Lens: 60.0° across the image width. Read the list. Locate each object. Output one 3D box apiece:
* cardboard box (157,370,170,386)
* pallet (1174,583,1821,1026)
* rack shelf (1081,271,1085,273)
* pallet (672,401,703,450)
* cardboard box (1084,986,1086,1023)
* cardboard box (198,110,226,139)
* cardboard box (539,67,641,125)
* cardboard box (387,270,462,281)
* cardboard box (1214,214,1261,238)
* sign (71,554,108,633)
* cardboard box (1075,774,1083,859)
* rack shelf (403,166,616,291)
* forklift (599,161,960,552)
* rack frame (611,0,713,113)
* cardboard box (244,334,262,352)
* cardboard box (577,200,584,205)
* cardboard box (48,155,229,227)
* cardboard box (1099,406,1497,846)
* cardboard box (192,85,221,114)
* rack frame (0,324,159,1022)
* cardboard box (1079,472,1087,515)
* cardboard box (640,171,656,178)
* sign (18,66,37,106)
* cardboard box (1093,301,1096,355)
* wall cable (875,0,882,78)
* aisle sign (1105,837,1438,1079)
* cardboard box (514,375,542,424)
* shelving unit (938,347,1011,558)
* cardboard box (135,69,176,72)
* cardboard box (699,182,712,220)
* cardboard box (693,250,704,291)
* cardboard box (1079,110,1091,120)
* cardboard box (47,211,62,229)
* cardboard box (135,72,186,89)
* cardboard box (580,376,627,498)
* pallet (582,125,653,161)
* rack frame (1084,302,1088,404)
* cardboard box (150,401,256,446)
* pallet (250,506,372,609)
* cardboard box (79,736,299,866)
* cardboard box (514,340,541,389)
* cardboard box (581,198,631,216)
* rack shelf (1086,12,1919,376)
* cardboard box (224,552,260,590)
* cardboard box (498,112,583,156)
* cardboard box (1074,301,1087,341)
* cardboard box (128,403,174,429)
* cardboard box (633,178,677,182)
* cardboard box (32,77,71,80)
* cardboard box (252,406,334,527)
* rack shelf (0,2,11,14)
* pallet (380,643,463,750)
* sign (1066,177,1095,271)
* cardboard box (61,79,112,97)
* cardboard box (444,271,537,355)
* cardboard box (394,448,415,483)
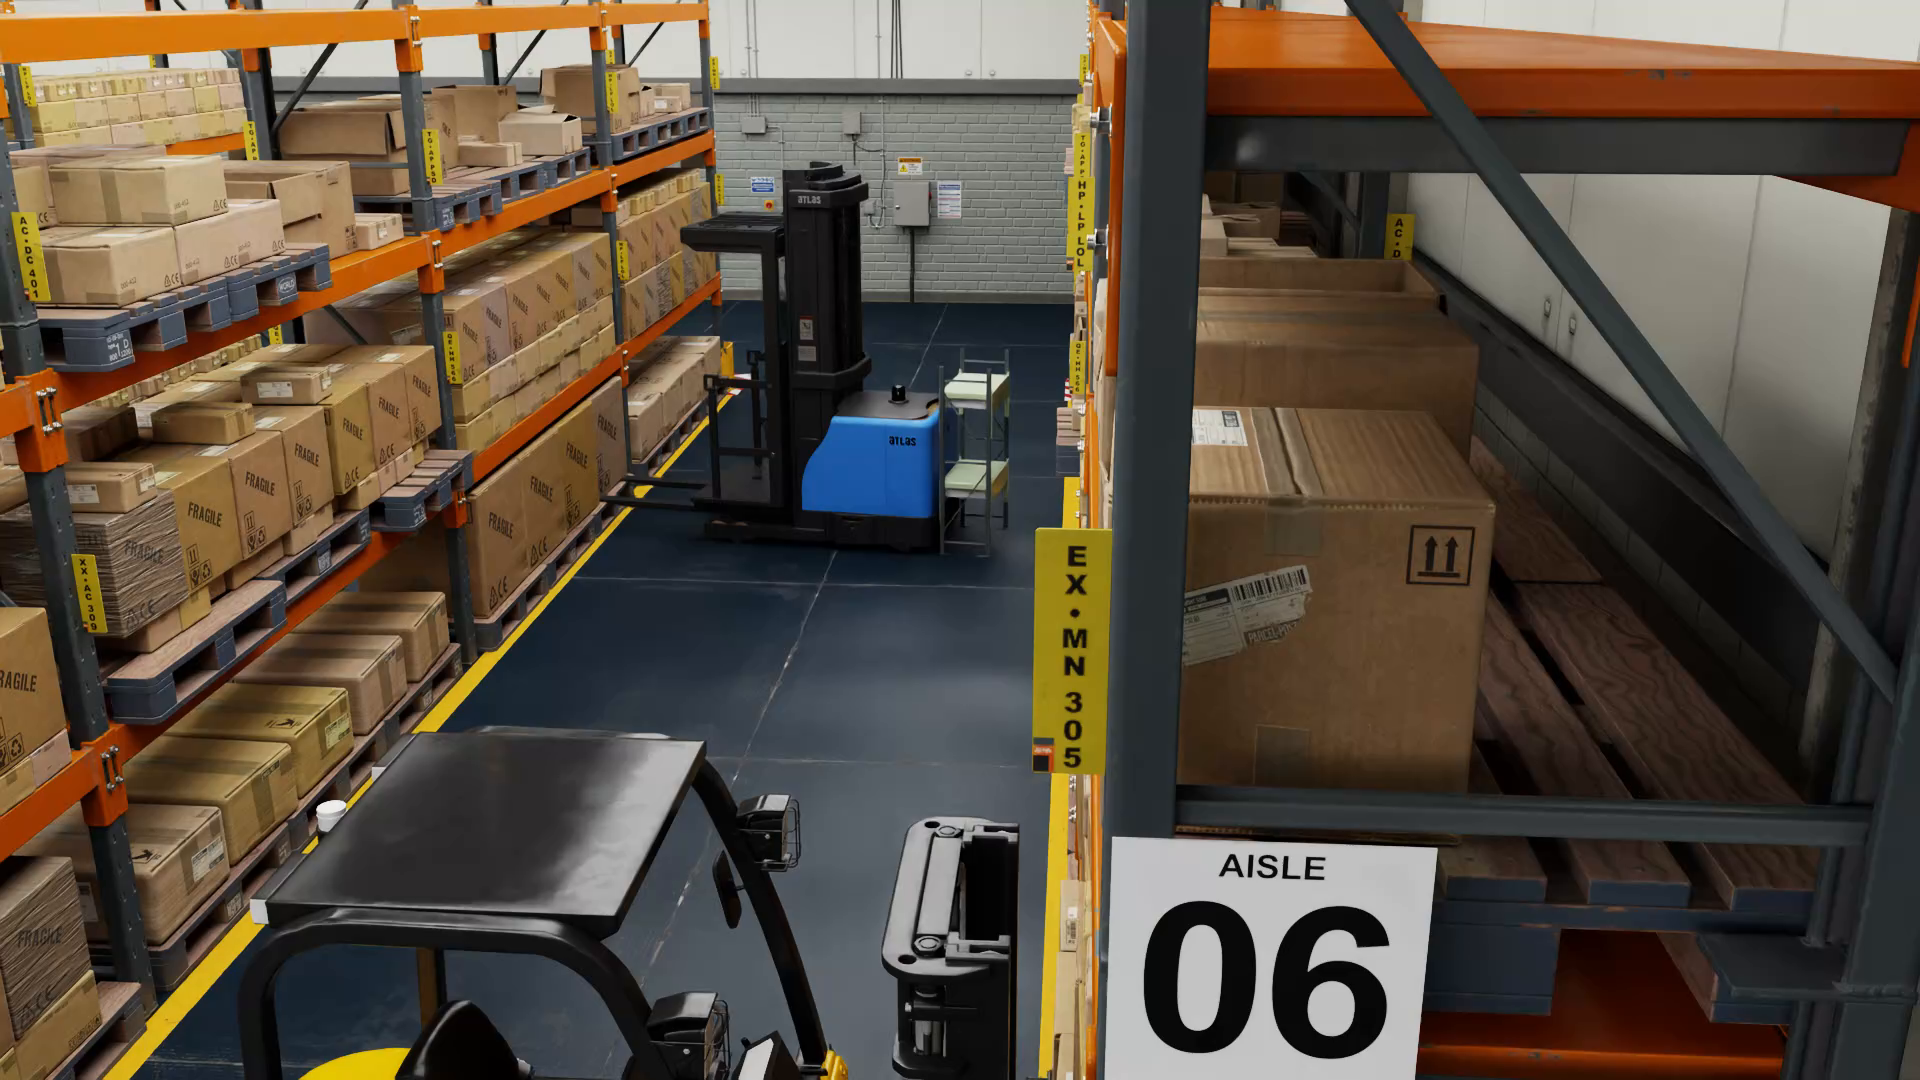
[{"bbox_3d":[-8.042,-1.588,16.401,0.380,0.149,0.250,1,18,2],"label":"cardboard box"},{"bbox_3d":[0.758,0.364,2.820,1.003,0.211,1.213,1,18,4],"label":"pallet"},{"bbox_3d":[1.398,-2.223,11.728,1.077,0.370,4.000,1,18,4],"label":"rack shelf"},{"bbox_3d":[-3.192,-1.159,16.622,1.003,0.211,1.213,1,18,4],"label":"pallet"},{"bbox_3d":[0.495,1.098,4.053,0.380,0.149,0.250,1,18,4],"label":"cardboard box"},{"bbox_3d":[-7.865,-4.240,16.969,0.500,0.250,0.500,1,18,4],"label":"cardboard box"},{"bbox_3d":[-3.345,-4.011,15.030,0.797,0.503,0.637,3,18,8],"label":"cardboard box"},{"bbox_3d":[-3.849,-1.631,11.816,0.500,0.500,0.500,1,18,4],"label":"cardboard box"},{"bbox_3d":[1.179,-1.417,7.652,0.380,0.166,0.250,1,18,4],"label":"cardboard box"},{"bbox_3d":[-3.441,0.213,6.566,0.100,0.325,0.005,1,18,4],"label":"sign"},{"bbox_3d":[0.676,0.809,5.978,0.500,0.500,0.500,1,18,2],"label":"cardboard box"},{"bbox_3d":[-3.553,-2.333,12.062,1.077,0.370,4.000,1,18,4],"label":"rack shelf"},{"bbox_3d":[-1.576,-1.524,13.366,3.031,2.935,1.130,4,19,12],"label":"forklift"},{"bbox_3d":[-3.123,-5.963,17.170,1.000,3.000,0.127,1,18,4],"label":"rack frame"},{"bbox_3d":[-7.852,-2.149,18.113,0.380,0.149,0.250,1,18,5],"label":"cardboard box"},{"bbox_3d":[-3.550,-2.961,14.833,0.380,0.149,0.250,1,18,4],"label":"cardboard box"},{"bbox_3d":[-3.515,-1.504,7.143,0.500,0.250,0.500,1,18,3],"label":"cardboard box"},{"bbox_3d":[0.470,0.103,2.477,0.500,0.500,0.500,2,18,6],"label":"cardboard box"},{"bbox_3d":[-7.882,-4.476,16.886,0.500,0.250,0.500,1,18,2],"label":"cardboard box"},{"bbox_3d":[-3.983,0.614,6.731,1.000,3.000,0.127,1,18,4],"label":"rack frame"},{"bbox_3d":[0.775,-0.224,8.088,0.380,0.149,0.250,1,18,2],"label":"cardboard box"},{"bbox_3d":[-3.372,-3.756,17.261,0.380,0.149,0.250,2,18,5],"label":"cardboard box"},{"bbox_3d":[-7.800,-3.796,13.911,0.100,0.325,0.005,1,18,4],"label":"sign"},{"bbox_3d":[0.633,-0.696,5.482,0.380,0.149,0.250,2,18,5],"label":"cardboard box"},{"bbox_3d":[-2.246,-7.719,22.527,2.355,3.000,0.029,1,18,4],"label":"wall cable"},{"bbox_3d":[0.384,0.745,2.157,0.394,0.787,0.004,1,18,4],"label":"aisle sign"},{"bbox_3d":[-3.347,-1.026,11.977,0.500,0.250,0.500,2,18,6],"label":"cardboard box"},{"bbox_3d":[0.119,-0.701,13.155,0.431,1.500,0.755,4,19,12],"label":"shelving unit"},{"bbox_3d":[-8.354,-4.799,17.231,0.380,0.149,0.250,2,18,6],"label":"cardboard box"},{"bbox_3d":[-2.920,-3.480,17.460,0.500,0.500,0.500,2,18,6],"label":"cardboard box"},{"bbox_3d":[-2.944,-2.849,17.139,0.500,0.500,0.500,1,18,3],"label":"cardboard box"},{"bbox_3d":[1.082,-3.129,12.429,0.380,0.149,0.250,1,18,3],"label":"cardboard box"},{"bbox_3d":[-4.044,-1.281,7.264,0.500,0.250,0.500,2,18,5],"label":"cardboard box"},{"bbox_3d":[-7.920,-4.547,16.463,0.380,0.149,0.250,1,18,3],"label":"cardboard box"},{"bbox_3d":[-3.374,-0.866,13.986,0.875,0.875,0.875,2,18,6],"label":"cardboard box"},{"bbox_3d":[-3.340,-3.507,14.635,1.003,0.211,1.213,1,18,4],"label":"pallet"},{"bbox_3d":[1.255,-0.518,10.187,1.000,3.000,0.127,1,18,4],"label":"rack frame"},{"bbox_3d":[-3.621,-0.560,7.961,0.380,0.149,0.250,2,18,7],"label":"cardboard box"},{"bbox_3d":[-3.797,0.079,8.673,1.003,0.211,1.213,1,18,4],"label":"pallet"},{"bbox_3d":[-3.900,1.277,8.253,0.950,0.372,0.625,2,18,7],"label":"cardboard box"},{"bbox_3d":[-3.327,-1.261,11.892,0.500,0.250,0.500,1,18,4],"label":"cardboard box"},{"bbox_3d":[-3.149,-2.954,14.812,0.380,0.149,0.250,1,18,3],"label":"cardboard box"},{"bbox_3d":[0.825,-0.974,3.740,1.077,0.370,4.000,1,18,4],"label":"rack shelf"},{"bbox_3d":[-3.597,0.124,7.957,0.380,0.149,0.250,2,18,5],"label":"cardboard box"},{"bbox_3d":[-3.263,-3.174,12.945,0.500,0.311,0.500,1,18,4],"label":"cardboard box"},{"bbox_3d":[1.191,-1.458,12.220,0.700,0.500,0.500,1,18,4],"label":"cardboard box"},{"bbox_3d":[-4.064,-0.399,8.512,0.500,0.500,0.500,1,18,2],"label":"cardboard box"},{"bbox_3d":[-3.026,-3.509,16.507,0.380,0.149,0.250,1,18,3],"label":"cardboard box"},{"bbox_3d":[-8.537,-4.236,15.514,0.380,0.149,0.250,1,18,4],"label":"cardboard box"},{"bbox_3d":[-3.553,-0.382,8.458,0.500,0.500,0.500,1,18,2],"label":"cardboard box"},{"bbox_3d":[-8.497,-3.647,11.899,1.077,0.370,4.000,1,18,4],"label":"rack shelf"},{"bbox_3d":[-3.754,0.940,10.215,1.003,0.211,1.213,1,18,4],"label":"pallet"},{"bbox_3d":[0.426,-1.106,5.827,0.100,0.325,0.005,1,18,4],"label":"sign"},{"bbox_3d":[-8.015,-4.139,15.217,0.380,0.149,0.250,1,18,2],"label":"cardboard box"},{"bbox_3d":[-3.338,-1.613,11.762,0.500,0.500,0.500,2,18,5],"label":"cardboard box"},{"bbox_3d":[-3.405,-0.437,9.668,0.380,0.149,0.250,1,18,3],"label":"cardboard box"}]
